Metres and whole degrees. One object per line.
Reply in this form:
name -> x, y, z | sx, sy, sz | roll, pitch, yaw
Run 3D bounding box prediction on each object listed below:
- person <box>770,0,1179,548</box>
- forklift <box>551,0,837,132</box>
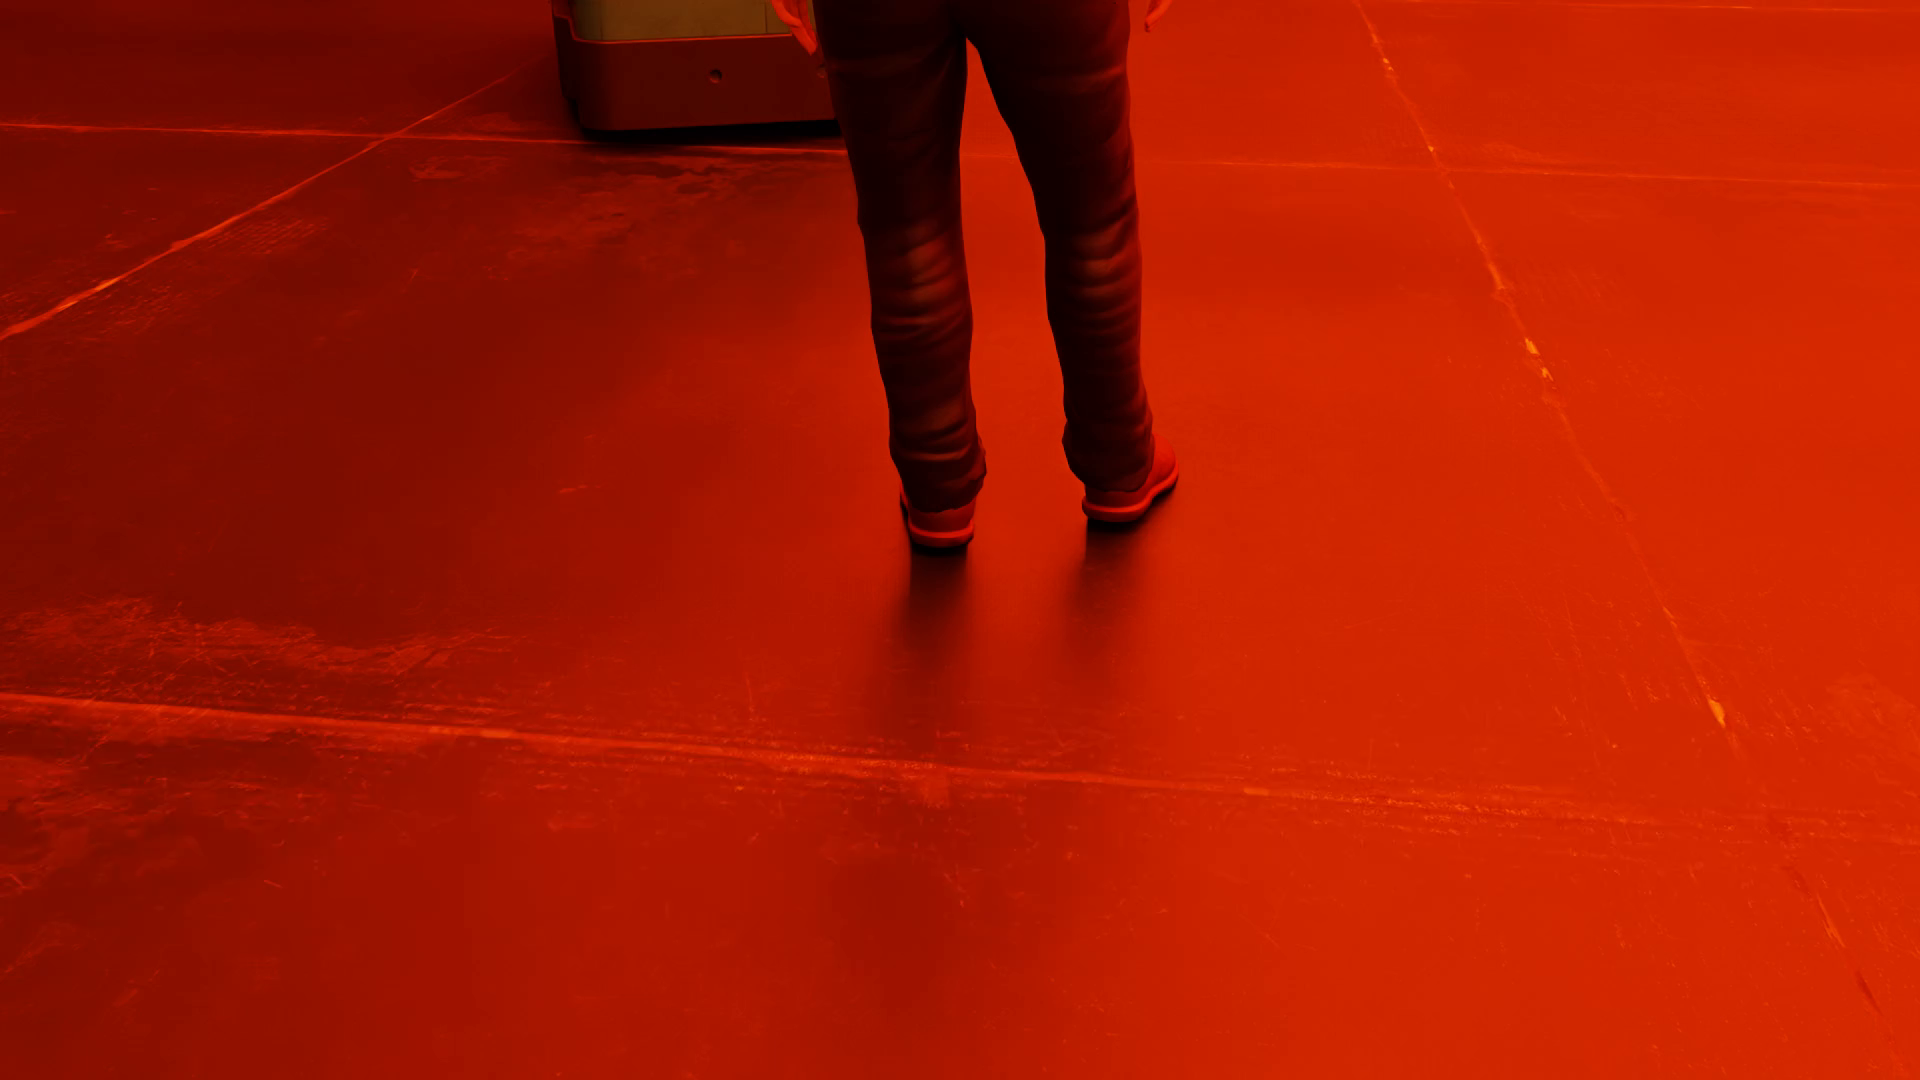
person -> 0.034, -0.782, 2.205 | 0.599, 1.650, 0.503 | 3, 27, 7
forklift -> -0.893, -3.084, 5.399 | 1.130, 2.935, 3.031 | -6, 27, -12
